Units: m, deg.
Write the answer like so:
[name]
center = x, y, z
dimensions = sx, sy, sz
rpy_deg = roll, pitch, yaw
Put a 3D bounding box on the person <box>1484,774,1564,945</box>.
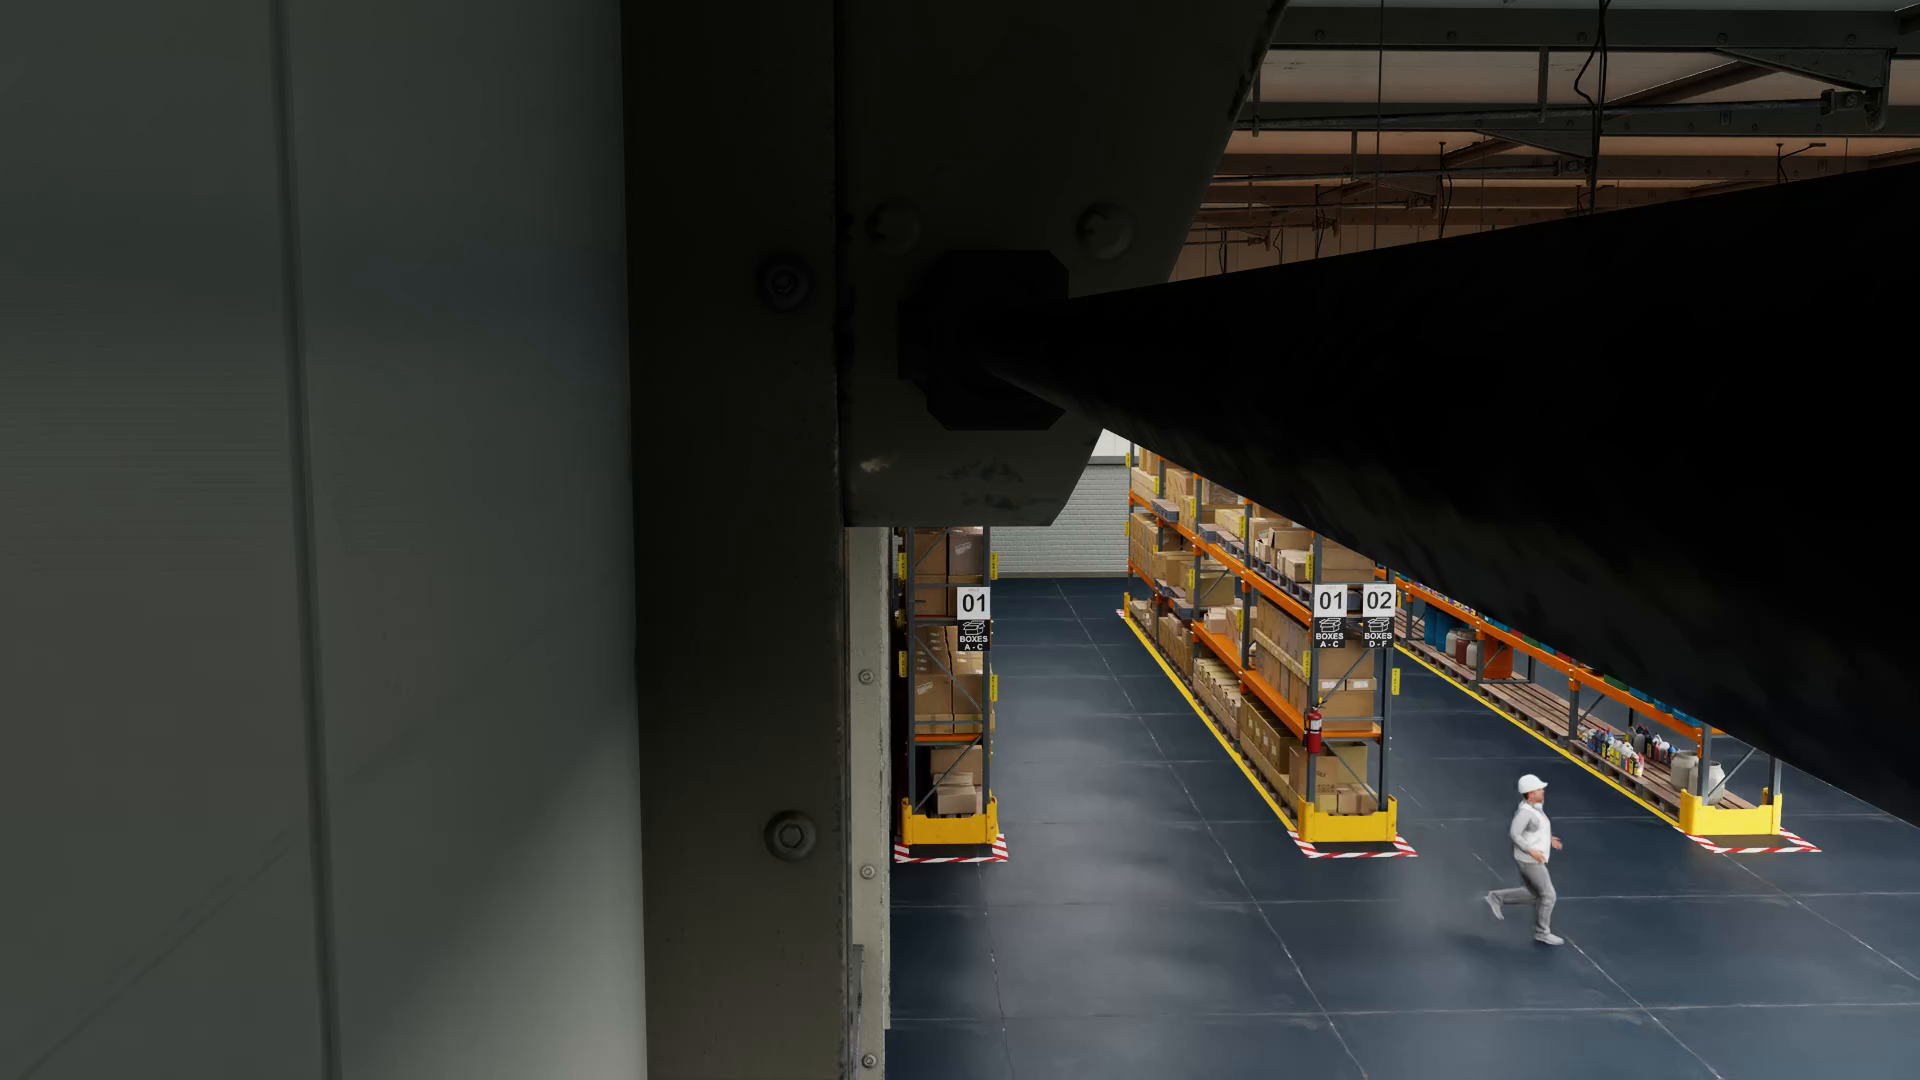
[person]
center = 5.873, 3.287, 17.180
dimensions = 0.768, 1.760, 0.662
rpy_deg = 3, 8, 21
